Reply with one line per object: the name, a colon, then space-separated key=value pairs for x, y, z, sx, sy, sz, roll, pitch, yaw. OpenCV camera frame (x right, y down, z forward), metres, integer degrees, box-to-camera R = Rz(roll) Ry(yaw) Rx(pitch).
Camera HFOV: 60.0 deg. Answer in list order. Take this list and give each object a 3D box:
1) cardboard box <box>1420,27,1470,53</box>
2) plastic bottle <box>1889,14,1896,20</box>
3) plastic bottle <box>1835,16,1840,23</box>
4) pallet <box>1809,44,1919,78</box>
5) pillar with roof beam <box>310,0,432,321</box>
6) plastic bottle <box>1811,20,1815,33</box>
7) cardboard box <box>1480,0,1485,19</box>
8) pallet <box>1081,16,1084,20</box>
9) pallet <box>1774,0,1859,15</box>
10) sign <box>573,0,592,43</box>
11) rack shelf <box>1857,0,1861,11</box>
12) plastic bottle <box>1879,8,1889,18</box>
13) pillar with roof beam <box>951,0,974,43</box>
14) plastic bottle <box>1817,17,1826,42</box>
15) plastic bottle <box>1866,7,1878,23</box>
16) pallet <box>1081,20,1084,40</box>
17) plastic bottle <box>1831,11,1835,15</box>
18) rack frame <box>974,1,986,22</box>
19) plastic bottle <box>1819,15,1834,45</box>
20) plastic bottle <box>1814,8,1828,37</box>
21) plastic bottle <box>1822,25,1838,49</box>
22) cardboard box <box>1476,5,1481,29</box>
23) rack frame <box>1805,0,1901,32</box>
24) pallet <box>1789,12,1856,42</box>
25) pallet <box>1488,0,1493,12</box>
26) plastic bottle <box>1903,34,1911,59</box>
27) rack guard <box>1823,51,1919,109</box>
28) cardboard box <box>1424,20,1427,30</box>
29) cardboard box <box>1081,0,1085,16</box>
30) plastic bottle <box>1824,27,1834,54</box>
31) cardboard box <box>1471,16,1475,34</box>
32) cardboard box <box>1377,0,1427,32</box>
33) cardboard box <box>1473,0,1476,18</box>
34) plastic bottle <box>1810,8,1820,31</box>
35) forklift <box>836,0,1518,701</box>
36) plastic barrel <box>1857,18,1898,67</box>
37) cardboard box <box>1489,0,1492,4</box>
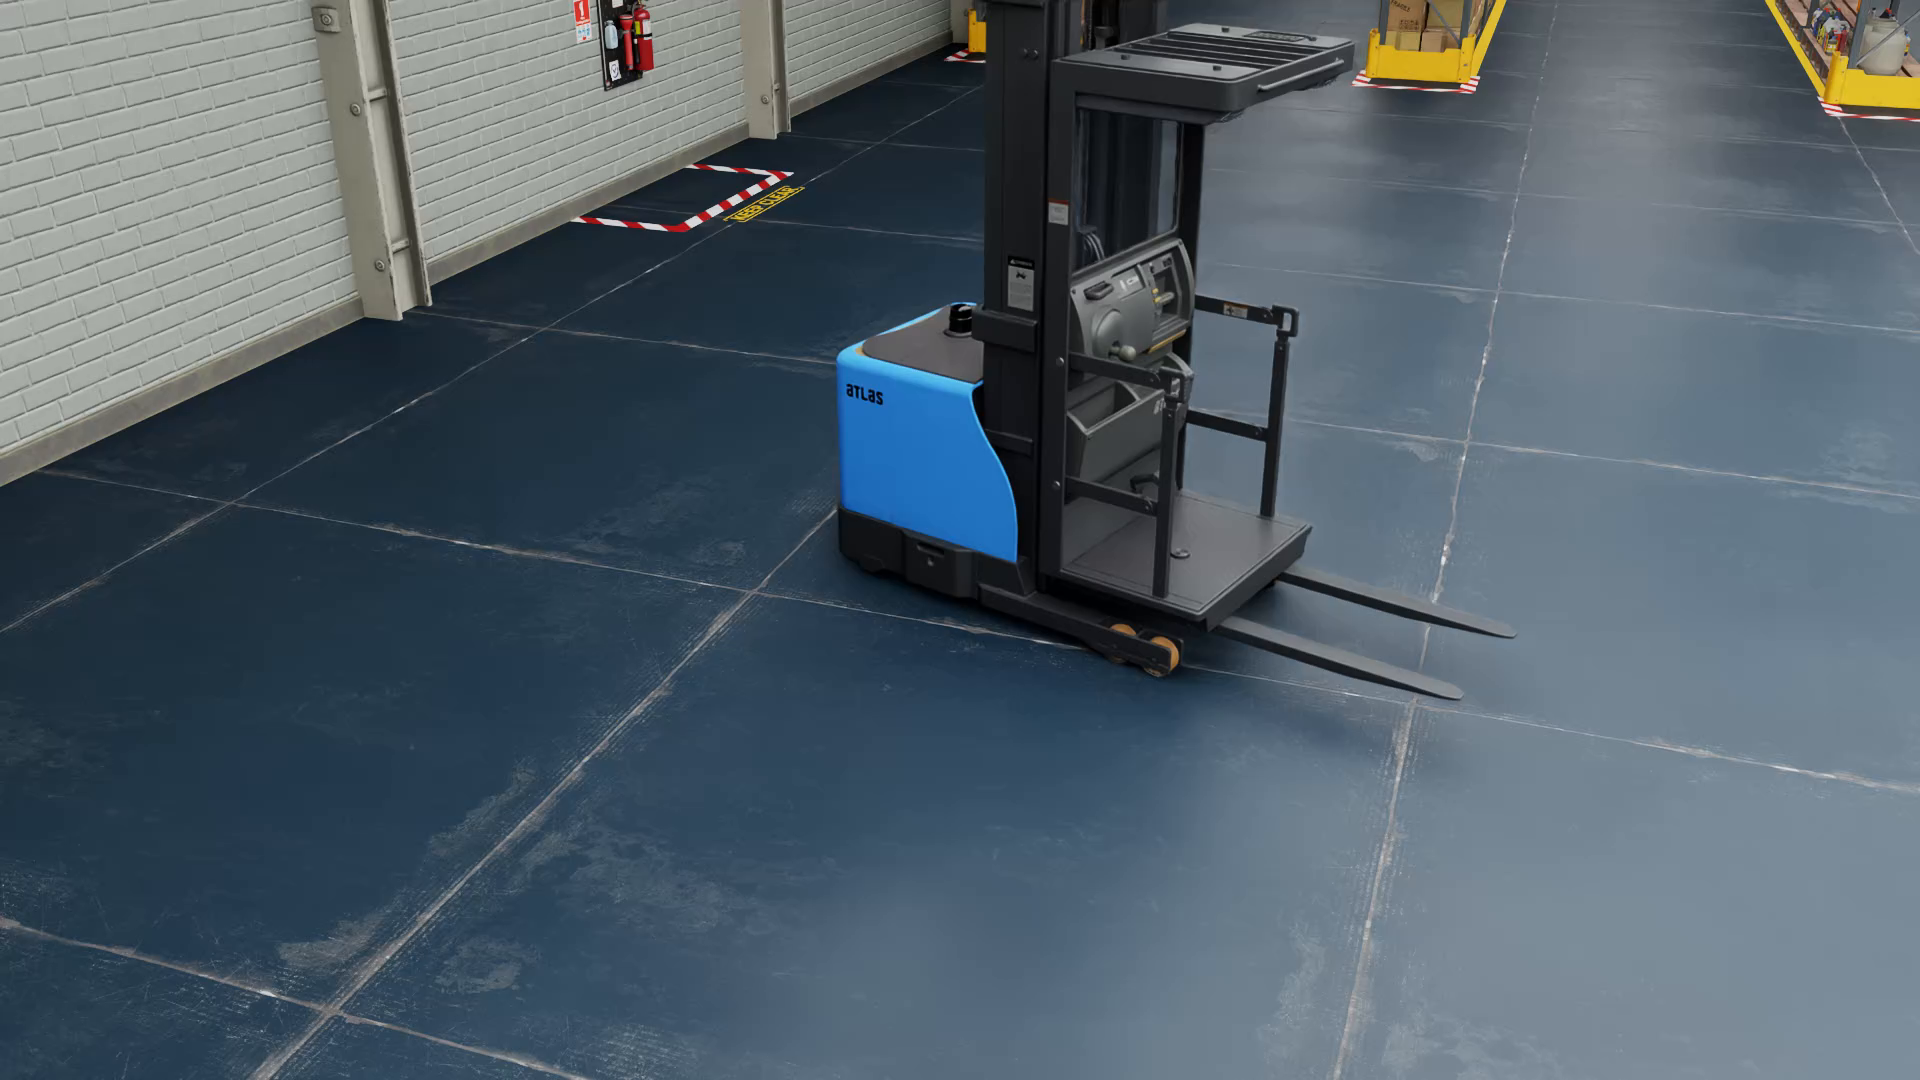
cardboard box: x=5.728 y=-5.888 z=19.642 sx=0.500 sy=0.250 sz=0.500 roll=9 pitch=27 yaw=17
plastic bottle: x=11.226 y=-6.160 z=20.065 sx=0.144 sy=0.351 sz=0.185 roll=9 pitch=27 yaw=17
plastic bottle: x=10.746 y=-6.294 z=20.432 sx=0.097 sy=0.271 sz=0.097 roll=0 pitch=26 yaw=0
pallet: x=10.673 y=-5.644 z=19.665 sx=1.003 sy=0.211 sz=1.213 roll=9 pitch=27 yaw=17
pillar with roof beam: x=0.150 y=-5.023 z=8.297 sx=9.100 sy=9.000 sz=0.400 roll=9 pitch=27 yaw=17
plastic bottle: x=10.753 y=-6.460 z=20.856 sx=0.097 sy=0.201 sz=0.097 roll=0 pitch=26 yaw=0
cardboard box: x=6.722 y=-7.121 z=22.189 sx=0.500 sy=0.250 sz=0.500 roll=9 pitch=27 yaw=17
pallet: x=1.403 y=-7.070 z=22.609 sx=1.003 sy=0.211 sz=1.213 roll=9 pitch=27 yaw=17
pallet: x=12.377 y=-7.748 z=24.011 sx=1.003 sy=0.211 sz=1.213 roll=9 pitch=27 yaw=17
sign: x=-3.052 y=-4.206 z=13.454 sx=0.001 sy=0.329 sz=0.234 roll=9 pitch=27 yaw=17
rack shelf: x=10.675 y=-6.526 z=19.113 sx=1.077 sy=0.370 sz=4.000 roll=9 pitch=27 yaw=17
plastic bottle: x=11.398 y=-6.371 z=20.502 sx=0.144 sy=0.351 sz=0.185 roll=8 pitch=27 yaw=16
pillar with roof beam: x=4.144 y=-9.954 z=18.482 sx=9.100 sy=9.000 sz=0.400 roll=9 pitch=27 yaw=17
plastic bottle: x=10.523 y=-6.237 z=20.301 sx=0.061 sy=0.283 sz=0.133 roll=10 pitch=28 yaw=20
plastic bottle: x=11.262 y=-6.392 z=20.545 sx=0.144 sy=0.351 sz=0.185 roll=9 pitch=27 yaw=17
pallet: x=0.996 y=-6.570 z=21.577 sx=1.003 sy=0.211 sz=1.213 roll=9 pitch=27 yaw=17
plastic bottle: x=10.840 y=-6.428 z=20.697 sx=0.061 sy=0.283 sz=0.133 roll=9 pitch=27 yaw=17
rack frame: x=0.667 y=-7.465 z=20.226 sx=1.000 sy=3.000 sz=0.127 roll=9 pitch=27 yaw=17
plastic bottle: x=10.476 y=-6.154 z=20.053 sx=0.144 sy=0.351 sz=0.185 roll=9 pitch=27 yaw=17
plastic bottle: x=10.680 y=-6.406 z=20.574 sx=0.144 sy=0.351 sz=0.185 roll=10 pitch=27 yaw=19
plastic bottle: x=10.363 y=-5.975 z=19.770 sx=0.152 sy=0.276 sz=0.135 roll=8 pitch=27 yaw=16
cardboard box: x=6.394 y=-6.710 z=21.339 sx=0.500 sy=0.250 sz=0.500 roll=9 pitch=27 yaw=17
rack frame: x=11.340 y=-7.672 z=20.654 sx=1.000 sy=3.000 sz=0.127 roll=9 pitch=27 yaw=17
pallet: x=11.565 y=-6.745 z=21.940 sx=1.003 sy=0.211 sz=1.213 roll=9 pitch=27 yaw=17
pallet: x=7.283 y=-7.948 z=24.424 sx=1.003 sy=0.211 sz=1.213 roll=9 pitch=27 yaw=17
plastic bottle: x=10.906 y=-5.698 z=19.203 sx=0.097 sy=0.271 sz=0.097 roll=0 pitch=26 yaw=0
rack guard: x=9.990 y=-4.941 z=17.882 sx=1.175 sy=0.500 sz=0.348 roll=9 pitch=27 yaw=17
cardboard box: x=5.394 y=-6.170 z=20.225 sx=0.500 sy=0.250 sz=0.500 roll=9 pitch=27 yaw=17
cardboard box: x=1.463 y=-7.338 z=22.327 sx=0.700 sy=0.500 sz=0.500 roll=7 pitch=27 yaw=14
plastic bottle: x=10.229 y=-5.873 z=19.550 sx=0.061 sy=0.283 sz=0.133 roll=9 pitch=27 yaw=19
cardboard box: x=6.057 y=-6.299 z=20.491 sx=0.500 sy=0.250 sz=0.500 roll=9 pitch=27 yaw=17
cardboard box: x=5.237 y=-6.301 z=19.634 sx=0.500 sy=0.500 sz=0.500 roll=9 pitch=27 yaw=17
cardboard box: x=6.046 y=-6.638 z=20.331 sx=0.500 sy=0.500 sz=0.500 roll=9 pitch=27 yaw=17
plastic bottle: x=10.821 y=-6.575 z=21.013 sx=0.097 sy=0.271 sz=0.097 roll=0 pitch=26 yaw=0
forklift: x=0.910 y=-1.003 z=6.958 sx=3.031 sy=2.935 sz=1.130 roll=17 pitch=31 yaw=32
plastic barrel: x=10.323 y=-5.585 z=18.716 sx=0.421 sy=0.512 sz=0.421 roll=0 pitch=26 yaw=0
cardboard box: x=7.210 y=-7.683 z=23.350 sx=0.500 sy=0.250 sz=0.500 roll=9 pitch=27 yaw=19
